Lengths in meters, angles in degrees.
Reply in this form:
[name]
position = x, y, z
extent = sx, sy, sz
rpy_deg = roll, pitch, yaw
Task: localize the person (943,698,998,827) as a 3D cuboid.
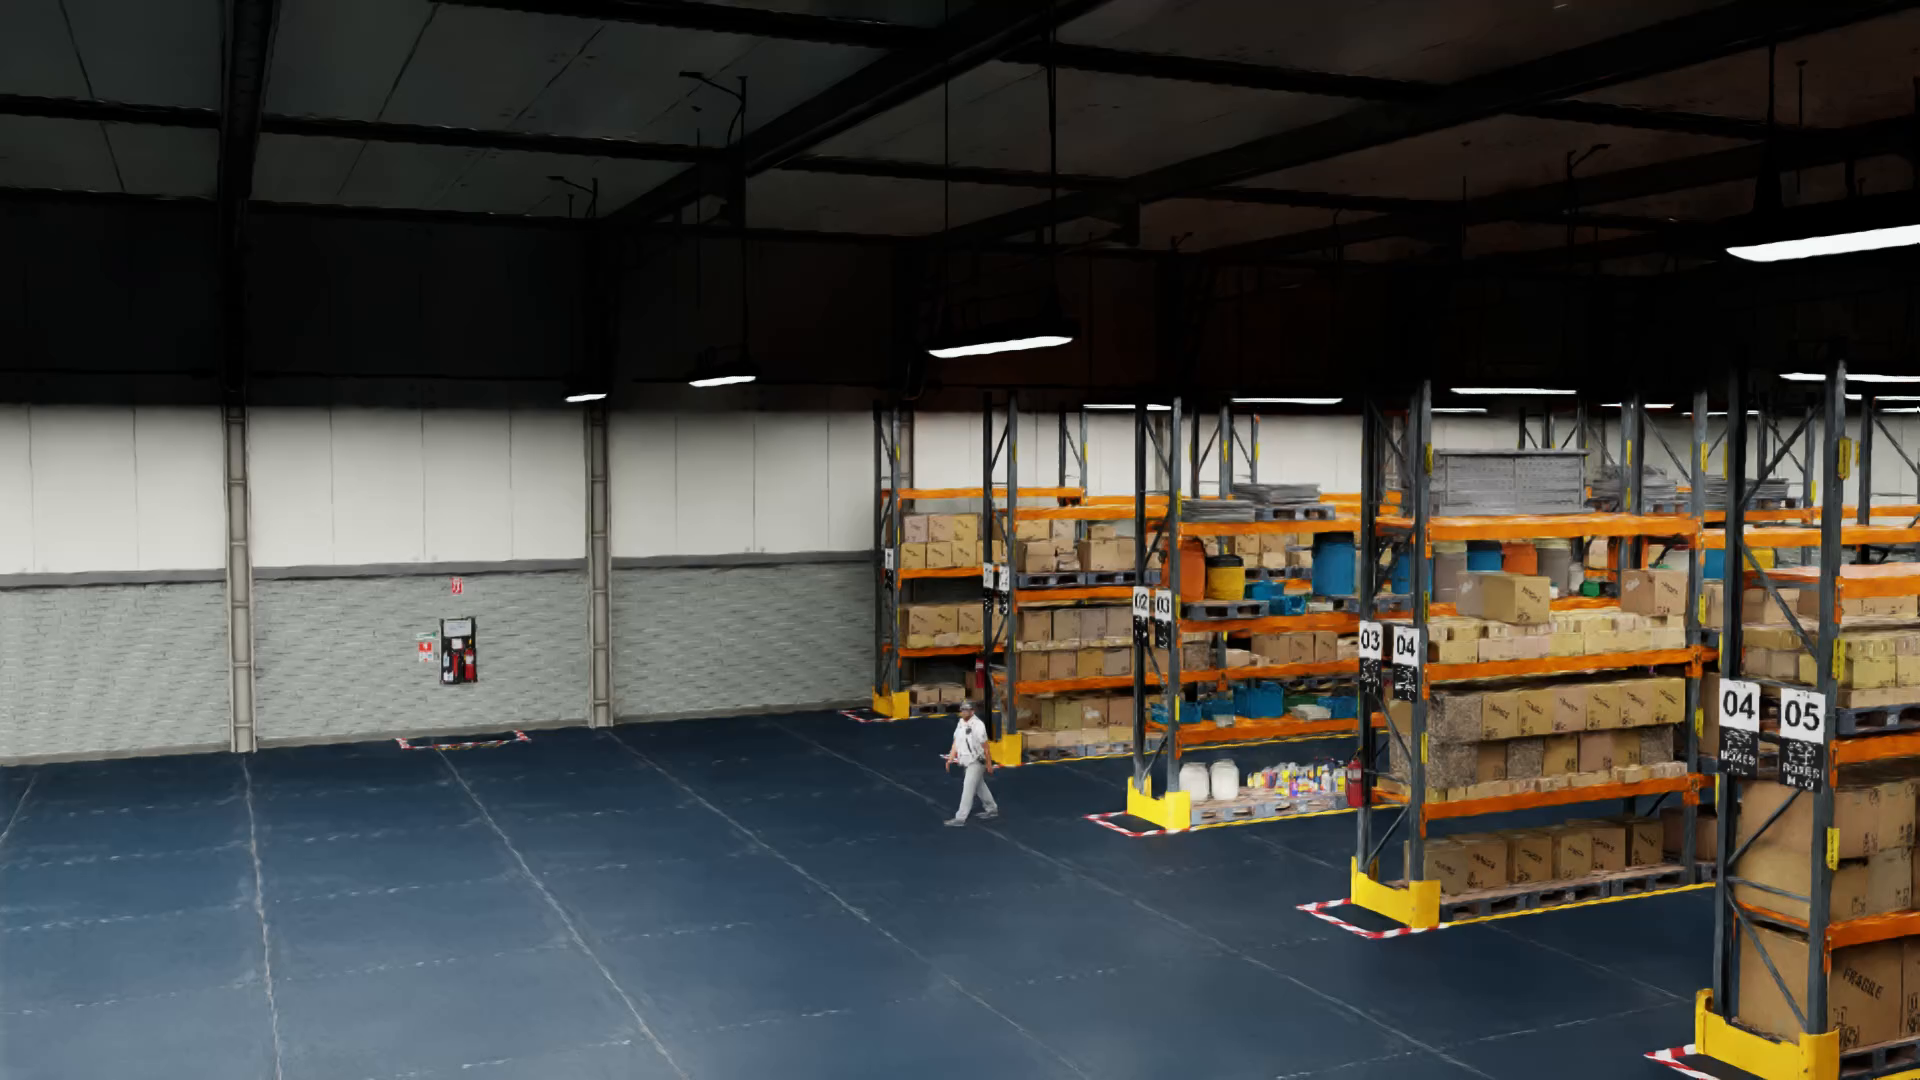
[person]
position = 0.127, 2.982, 22.534
extent = 1.036, 1.707, 0.536
rpy_deg = -2, 4, -32
